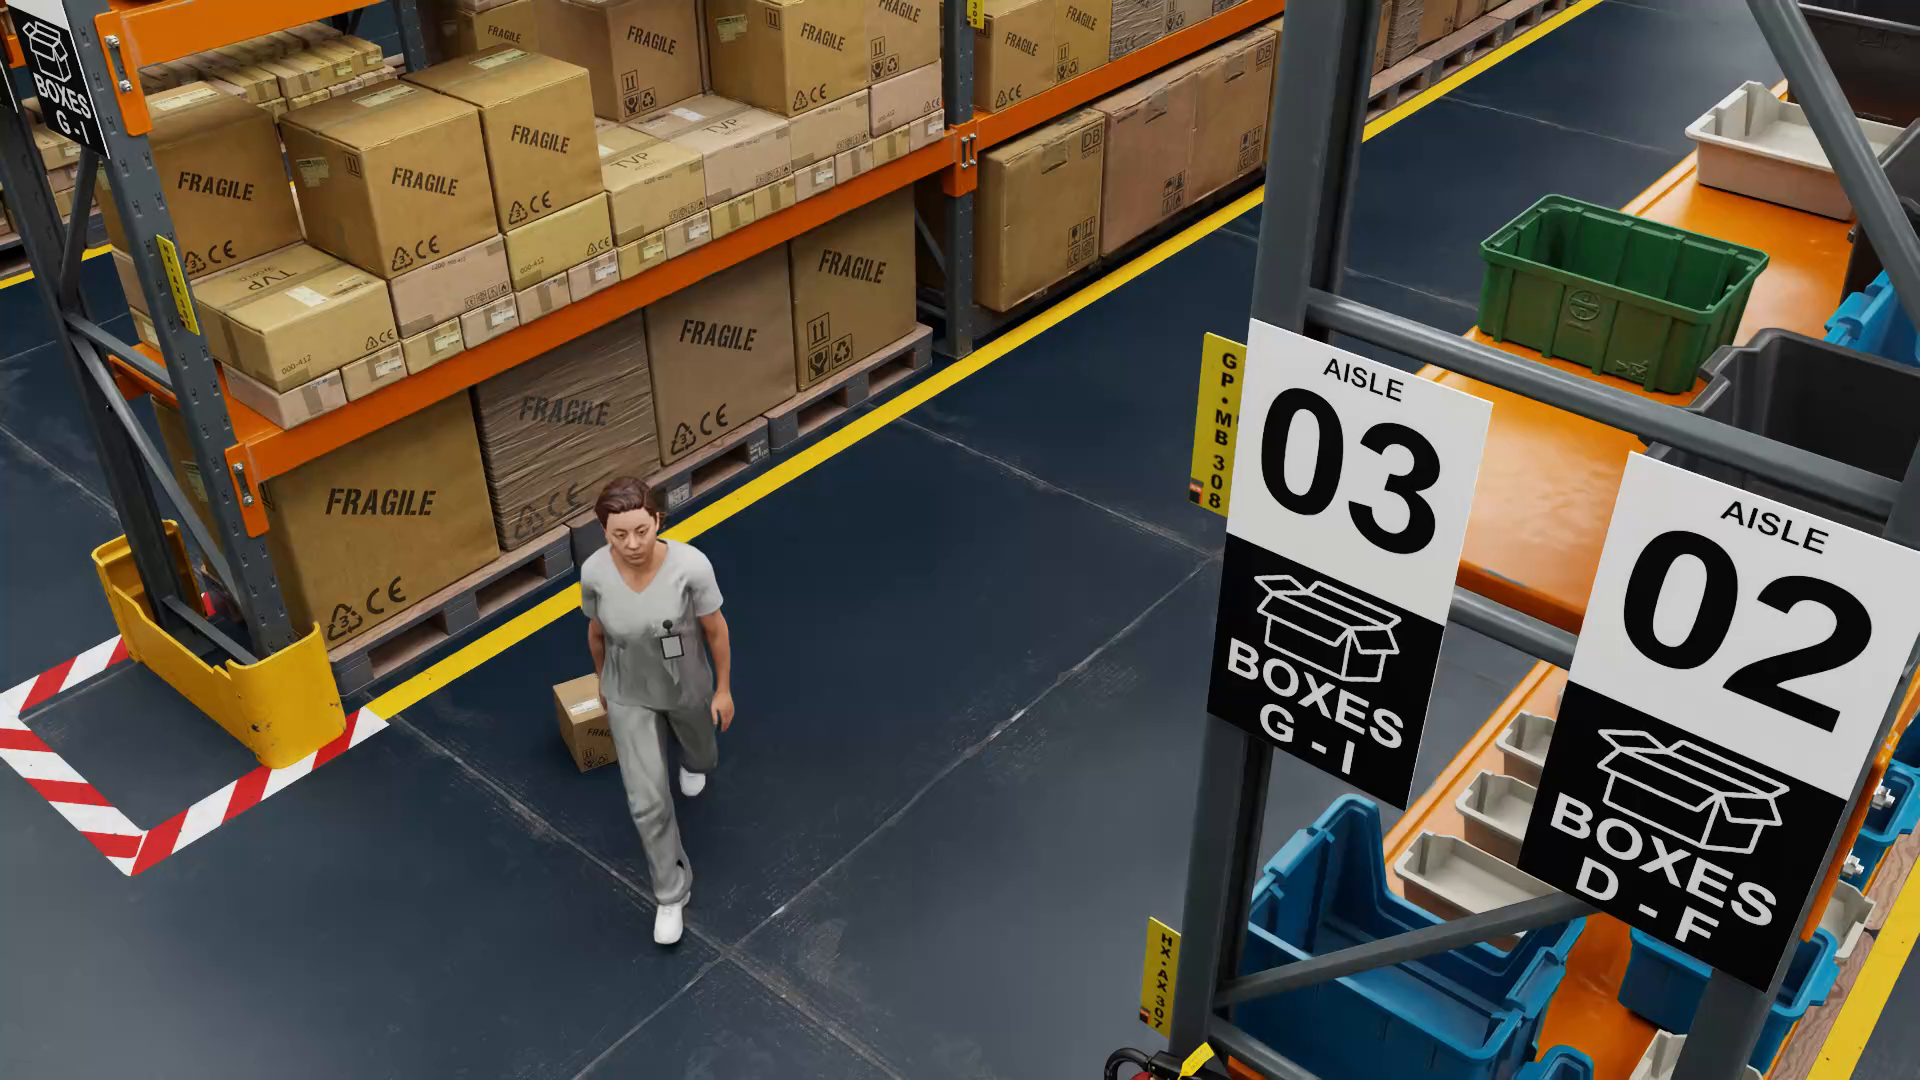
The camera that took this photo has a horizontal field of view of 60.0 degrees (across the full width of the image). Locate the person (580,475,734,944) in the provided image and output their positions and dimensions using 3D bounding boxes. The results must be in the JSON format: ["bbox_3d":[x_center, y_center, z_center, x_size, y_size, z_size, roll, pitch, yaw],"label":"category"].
[{"bbox_3d":[-0.980,0.451,5.507,0.456,1.632,0.942,-5,35,-6],"label":"person"}]
